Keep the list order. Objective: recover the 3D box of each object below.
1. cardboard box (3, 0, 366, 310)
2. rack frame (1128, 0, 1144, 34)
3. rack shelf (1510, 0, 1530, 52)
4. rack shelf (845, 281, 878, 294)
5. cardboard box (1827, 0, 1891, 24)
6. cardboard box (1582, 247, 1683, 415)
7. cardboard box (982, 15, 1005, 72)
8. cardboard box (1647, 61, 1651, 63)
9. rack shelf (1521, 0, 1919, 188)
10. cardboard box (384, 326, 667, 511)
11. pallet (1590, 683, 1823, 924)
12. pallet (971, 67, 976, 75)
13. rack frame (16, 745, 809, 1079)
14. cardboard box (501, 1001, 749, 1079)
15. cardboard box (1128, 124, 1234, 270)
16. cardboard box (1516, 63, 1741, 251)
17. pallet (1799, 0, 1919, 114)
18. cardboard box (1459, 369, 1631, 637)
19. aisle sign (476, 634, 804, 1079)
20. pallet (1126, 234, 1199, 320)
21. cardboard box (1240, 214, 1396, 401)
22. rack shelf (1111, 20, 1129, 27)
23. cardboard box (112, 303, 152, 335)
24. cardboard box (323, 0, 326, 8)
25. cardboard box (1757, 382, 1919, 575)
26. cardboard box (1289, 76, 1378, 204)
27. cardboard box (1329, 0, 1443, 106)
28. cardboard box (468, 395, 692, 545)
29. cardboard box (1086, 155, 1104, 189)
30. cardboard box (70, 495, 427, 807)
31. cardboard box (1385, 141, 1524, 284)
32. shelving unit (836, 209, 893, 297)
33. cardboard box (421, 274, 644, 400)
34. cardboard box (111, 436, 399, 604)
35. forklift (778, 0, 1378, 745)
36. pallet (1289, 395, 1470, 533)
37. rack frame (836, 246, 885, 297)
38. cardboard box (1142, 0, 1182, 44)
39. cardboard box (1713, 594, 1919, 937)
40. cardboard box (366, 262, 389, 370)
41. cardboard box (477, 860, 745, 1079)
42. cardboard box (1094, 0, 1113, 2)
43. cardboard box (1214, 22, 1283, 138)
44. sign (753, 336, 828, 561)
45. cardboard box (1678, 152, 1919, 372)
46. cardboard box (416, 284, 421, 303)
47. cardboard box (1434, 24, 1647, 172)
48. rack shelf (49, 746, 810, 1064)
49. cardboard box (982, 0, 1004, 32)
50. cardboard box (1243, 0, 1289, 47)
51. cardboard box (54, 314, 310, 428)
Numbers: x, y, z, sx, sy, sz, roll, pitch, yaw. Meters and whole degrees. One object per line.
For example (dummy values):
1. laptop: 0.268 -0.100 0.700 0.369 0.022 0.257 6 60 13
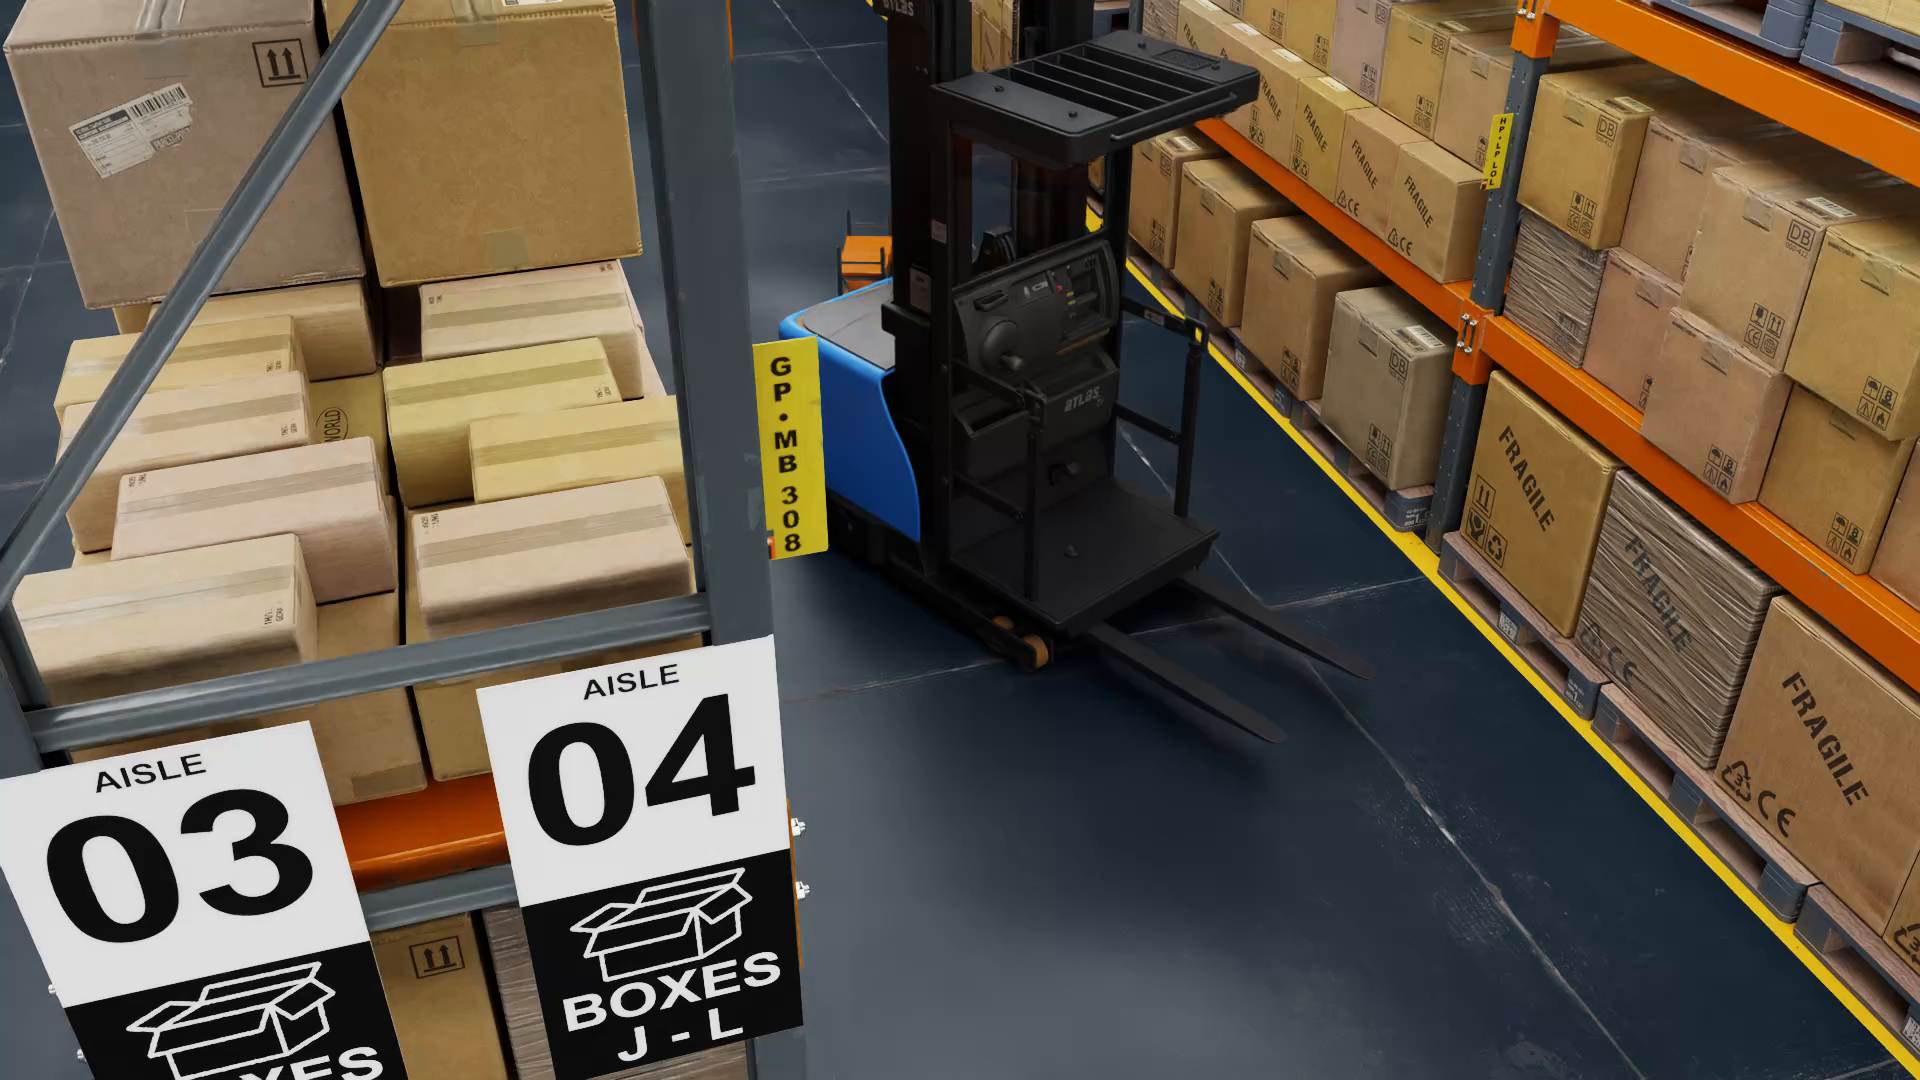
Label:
1. cardboard box: -1.460 -0.804 3.211 0.500 0.500 0.500 -10 35 -15
2. rack frame: 1.568 -3.388 10.656 1.000 3.000 0.127 -10 35 -15
3. rack shelf: 2.178 -3.289 8.439 1.077 0.370 4.000 -10 35 -15
4. rack shelf: -0.485 -1.222 8.727 0.258 0.148 0.480 1 33 2
5. cardboard box: 2.966 -1.735 5.190 0.380 0.149 0.250 -10 35 -15
6. cardboard box: 3.101 -0.874 6.716 0.875 0.550 0.550 -10 35 -15
7. cardboard box: 0.484 -3.910 13.333 0.500 0.500 0.500 -8 34 -13
8. cardboard box: 5.852 -4.408 13.746 0.875 0.875 0.875 -10 35 -14
9. rack shelf: 3.398 -1.189 5.261 1.077 0.370 4.000 -10 35 -15
10. cardboard box: -0.810 -0.162 3.189 0.500 0.250 0.500 -11 35 -16
11. pallet: 3.321 0.930 6.652 1.003 0.211 1.213 -10 35 -15
12. pallet: 0.587 -3.916 13.985 1.003 0.211 1.213 -10 35 -15
13. rack frame: -0.746 1.593 3.118 1.000 3.000 0.127 -10 35 -15
14. cardboard box: -0.888 1.134 3.453 0.875 0.500 0.500 -10 35 -15
15. cardboard box: 1.668 -2.290 10.654 1.050 0.750 0.750 -10 35 -15
16. cardboard box: 2.868 -1.602 6.837 0.875 0.550 0.550 -10 35 -15
17. pallet: 3.396 -1.432 5.055 1.003 0.211 1.213 -10 35 -15
18. cardboard box: 2.913 -0.235 7.431 0.875 0.875 0.875 -9 35 -14
19. aisle sign: -0.442 0.491 2.429 0.394 0.787 0.004 -10 35 -15
20. pallet: 1.737 -1.798 10.780 1.003 0.211 1.213 -10 35 -15
21. cardboard box: 2.222 -1.342 9.220 1.050 0.750 0.750 -10 35 -15
22. rack shelf: 0.958 -4.138 12.444 1.077 0.370 4.000 -10 35 -15
23. cardboard box: -1.518 -0.540 3.399 0.380 0.149 0.250 -12 35 -17
24. cardboard box: -2.015 -1.511 4.870 0.380 0.149 0.250 -12 35 -17
25. cardboard box: 3.411 -0.309 5.861 0.875 0.550 0.500 -10 35 -15
26. cardboard box: 2.066 -2.089 8.600 0.500 0.500 0.500 -10 35 -14
27. cardboard box: 2.318 -2.542 8.378 0.700 0.500 0.500 -10 35 -14
28. cardboard box: -0.597 -0.098 2.731 0.380 0.149 0.250 -9 35 -14
29. cardboard box: 1.118 -2.822 11.686 0.500 0.500 0.500 -10 35 -15
30. cardboard box: -1.135 0.194 2.651 0.500 0.250 0.500 -9 35 -14
31. cardboard box: 2.374 -1.559 7.797 0.500 0.500 0.500 -10 35 -15
32. shelving unit: -0.485 -1.091 8.813 0.258 1.200 0.503 1 33 2
33. cardboard box: -0.807 -0.365 3.135 0.380 0.149 0.250 -9 34 -13
34. cardboard box: -1.096 -0.012 2.600 0.380 0.149 0.250 -11 35 -16
35. forklift: 0.487 -0.961 7.046 1.130 2.935 3.031 -27 42 -35
36. pallet: 2.481 -0.517 8.841 1.003 0.211 1.213 -10 35 -15
37. rack frame: -0.495 -0.957 8.610 0.240 1.200 0.015 1 33 2
38. cardboard box: 1.448 -3.149 10.203 0.500 0.500 0.500 -10 35 -14
39. cardboard box: 3.468 0.717 5.991 0.875 0.875 0.875 -11 35 -15
40. cardboard box: -1.439 -0.338 3.456 0.500 0.250 0.500 -9 35 -14
41. cardboard box: -0.654 0.676 3.239 0.500 0.500 0.500 -10 35 -15
42. cardboard box: 0.980 -3.640 10.885 0.380 0.149 0.250 -9 35 -14
43. cardboard box: 1.759 -2.617 9.399 0.500 0.500 0.500 -10 35 -15
44. sign: -0.230 -0.114 2.188 0.100 0.325 0.005 -10 35 -15
45. cardboard box: 3.180 -1.026 5.966 0.875 0.550 0.550 -10 35 -15
46. cardboard box: -0.974 -0.634 3.542 0.380 0.149 0.250 -12 35 -17
47. cardboard box: 2.631 -2.006 7.568 0.700 0.500 0.500 -11 35 -16
48. rack shelf: -1.356 -0.408 4.079 1.077 0.370 4.000 -10 35 -15
49. cardboard box: 0.486 -4.222 13.124 0.500 0.250 0.500 -9 35 -13
50. cardboard box: 2.010 -3.075 9.185 0.700 0.500 0.500 -11 35 -15
51. cardboard box: -1.383 -0.265 2.983 0.380 0.149 0.250 -10 35 -14
